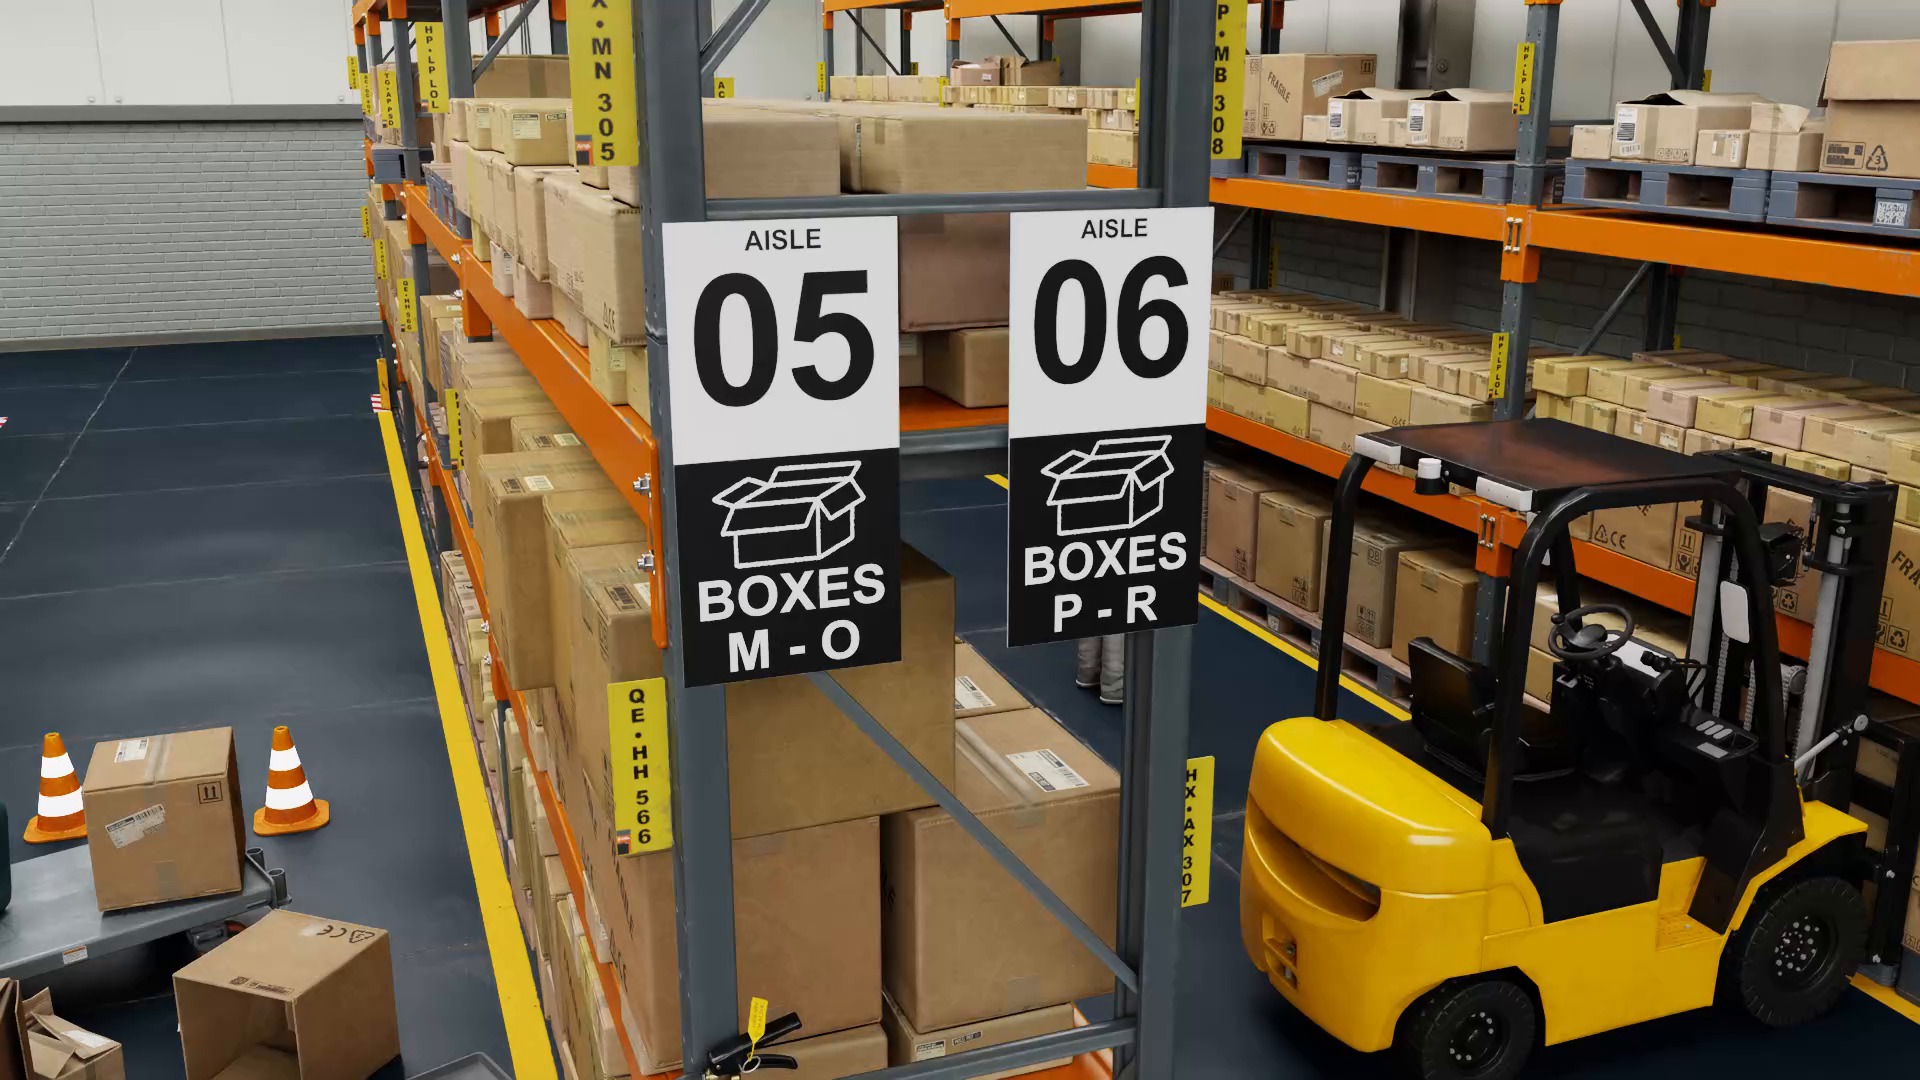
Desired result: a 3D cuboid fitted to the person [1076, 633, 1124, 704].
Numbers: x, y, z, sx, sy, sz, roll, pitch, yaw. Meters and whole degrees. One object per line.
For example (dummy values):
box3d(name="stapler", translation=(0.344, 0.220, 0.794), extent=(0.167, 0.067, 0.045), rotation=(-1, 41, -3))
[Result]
box3d(name="person", translation=(0.834, 0.034, 9.387), extent=(0.439, 1.748, 0.586), rotation=(-6, 16, -20))
